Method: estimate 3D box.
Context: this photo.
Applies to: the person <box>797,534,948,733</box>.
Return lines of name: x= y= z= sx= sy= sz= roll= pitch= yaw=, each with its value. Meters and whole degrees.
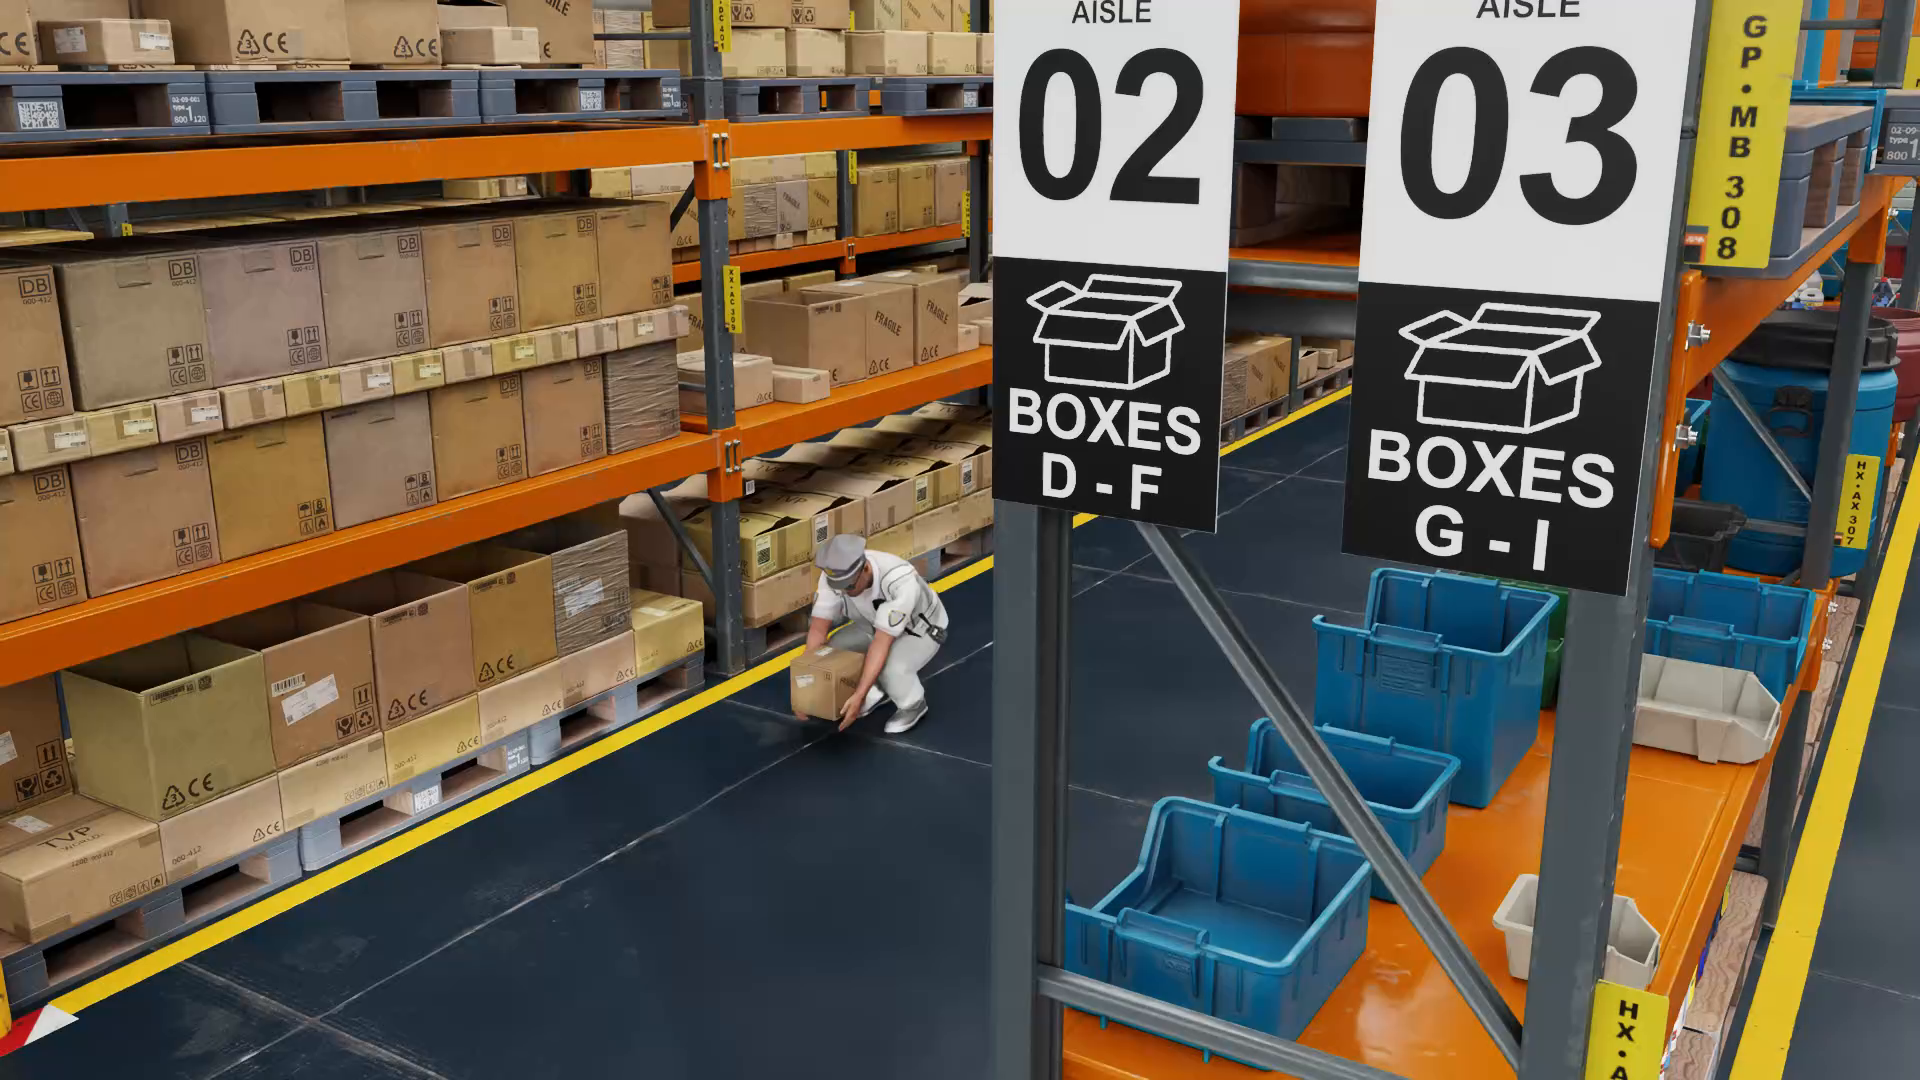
person: x=-0.414 y=0.427 z=7.942 sx=0.542 sy=0.991 sz=0.904 roll=11 pitch=19 yaw=33
